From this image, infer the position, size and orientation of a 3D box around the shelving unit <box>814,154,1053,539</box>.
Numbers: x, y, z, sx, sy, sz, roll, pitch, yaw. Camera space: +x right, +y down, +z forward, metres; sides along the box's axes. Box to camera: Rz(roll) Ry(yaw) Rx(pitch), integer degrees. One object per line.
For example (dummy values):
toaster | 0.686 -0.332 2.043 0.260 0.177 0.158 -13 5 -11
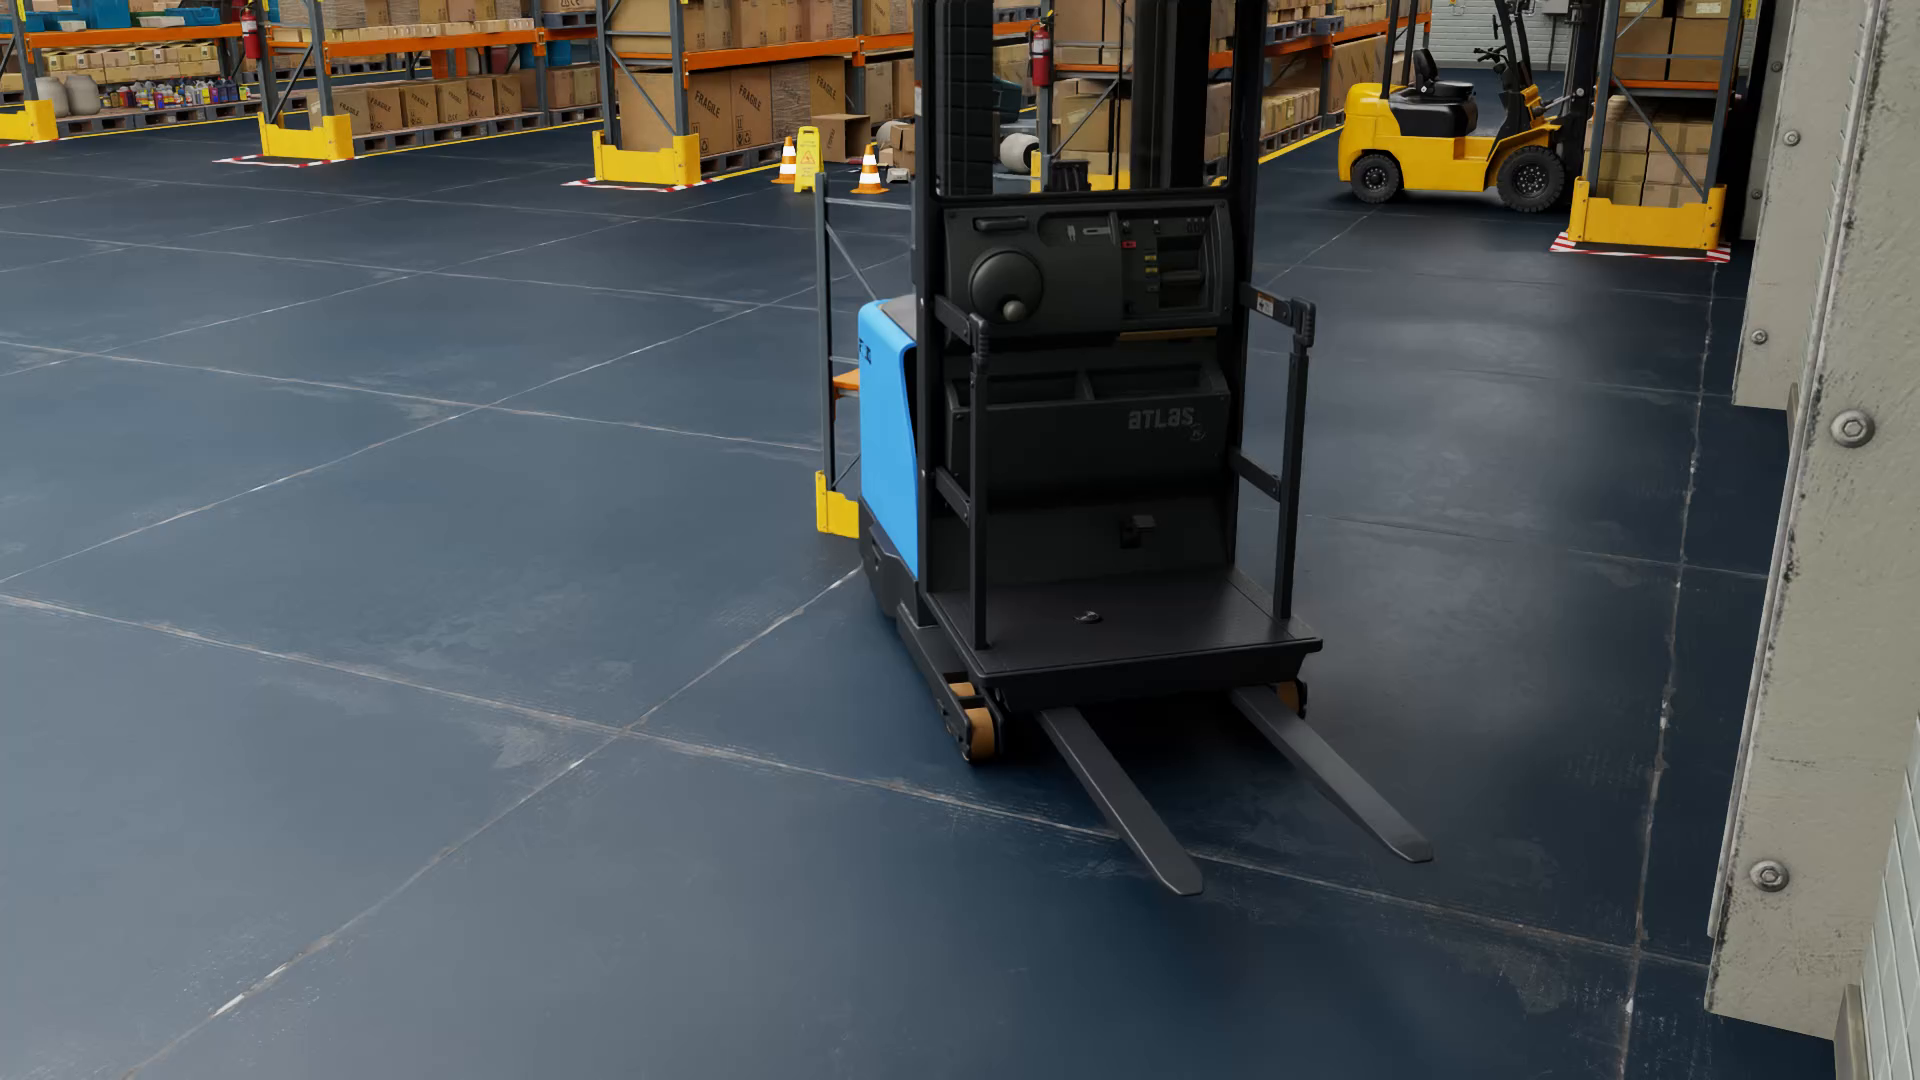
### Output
shelving unit | -0.083 -0.853 7.129 0.587 1.500 1.083 12 23 30

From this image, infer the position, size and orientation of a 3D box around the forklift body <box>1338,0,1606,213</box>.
forklift body | 4.877 -4.364 16.029 2.313 2.155 1.214 9 21 23

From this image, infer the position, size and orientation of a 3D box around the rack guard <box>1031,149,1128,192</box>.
rack guard | 1.266 -3.459 15.949 1.175 0.500 0.348 9 21 23

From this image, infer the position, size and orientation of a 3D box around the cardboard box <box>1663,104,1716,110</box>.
cardboard box | 6.767 -3.888 15.410 0.500 0.250 0.500 8 21 22

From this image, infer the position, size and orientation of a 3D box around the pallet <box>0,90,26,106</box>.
pallet | -15.568 -7.005 26.351 1.003 0.211 1.213 9 21 23

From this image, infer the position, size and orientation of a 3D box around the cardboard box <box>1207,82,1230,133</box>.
cardboard box | 2.669 -4.718 18.118 0.500 0.500 0.500 9 21 24

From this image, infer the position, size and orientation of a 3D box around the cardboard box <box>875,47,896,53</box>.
cardboard box | -1.816 -9.576 31.964 0.875 0.875 0.875 9 21 23

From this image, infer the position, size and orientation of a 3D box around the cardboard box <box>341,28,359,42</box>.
cardboard box | -7.352 -5.983 19.691 0.380 0.149 0.250 9 21 23

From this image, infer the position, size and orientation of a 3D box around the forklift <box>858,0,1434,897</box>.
forklift | 0.464 -0.848 4.980 1.130 2.935 3.031 -5 20 -14

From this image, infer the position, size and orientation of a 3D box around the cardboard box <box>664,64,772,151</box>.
cardboard box | -2.746 -4.944 18.939 0.875 0.875 0.875 8 21 22

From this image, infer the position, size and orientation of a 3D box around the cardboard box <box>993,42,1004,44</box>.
cardboard box | 0.414 -7.635 25.945 0.500 0.250 0.500 9 22 24

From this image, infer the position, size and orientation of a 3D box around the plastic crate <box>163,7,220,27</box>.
plastic crate | -10.892 -7.430 23.606 0.499 0.251 0.616 9 21 23

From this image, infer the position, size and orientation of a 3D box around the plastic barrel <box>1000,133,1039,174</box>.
plastic barrel | 0.700 -4.239 18.256 0.421 0.421 0.512 -9 22 -24

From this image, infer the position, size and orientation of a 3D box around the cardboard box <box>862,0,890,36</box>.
cardboard box | -1.223 -6.655 21.057 0.500 0.500 0.500 9 21 23

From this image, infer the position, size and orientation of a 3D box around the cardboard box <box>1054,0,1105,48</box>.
cardboard box | 1.206 -5.004 15.971 0.500 0.500 0.500 8 21 22

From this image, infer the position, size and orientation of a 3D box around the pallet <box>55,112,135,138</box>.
pallet | -11.999 -5.616 22.446 1.003 0.211 1.213 9 21 23

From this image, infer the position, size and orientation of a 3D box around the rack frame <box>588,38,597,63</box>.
rack frame | -7.411 -10.321 31.514 1.000 3.000 0.127 9 21 23

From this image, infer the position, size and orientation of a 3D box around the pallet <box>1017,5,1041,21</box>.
pallet | 0.727 -8.228 25.914 1.003 0.211 1.213 9 21 23

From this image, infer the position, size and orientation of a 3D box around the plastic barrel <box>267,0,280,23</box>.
plastic barrel | -10.252 -8.188 24.769 0.600 0.901 0.708 9 21 23

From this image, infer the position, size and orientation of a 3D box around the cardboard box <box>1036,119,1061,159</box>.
cardboard box | 1.193 -4.519 18.925 0.500 0.500 0.500 -9 22 -24

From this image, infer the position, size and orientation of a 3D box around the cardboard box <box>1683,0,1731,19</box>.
cardboard box | 6.141 -4.354 13.619 0.380 0.149 0.250 8 21 21

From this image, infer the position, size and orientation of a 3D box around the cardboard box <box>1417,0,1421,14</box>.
cardboard box | 7.410 -9.058 27.813 0.500 0.500 0.500 9 22 24

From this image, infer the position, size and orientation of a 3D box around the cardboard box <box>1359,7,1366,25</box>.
cardboard box | 5.554 -7.574 24.012 0.500 0.250 0.500 9 21 23

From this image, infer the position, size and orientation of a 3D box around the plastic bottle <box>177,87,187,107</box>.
plastic bottle | -11.033 -6.283 23.576 0.097 0.271 0.097 0 20 0

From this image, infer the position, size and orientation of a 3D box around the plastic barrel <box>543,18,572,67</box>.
plastic barrel | -7.649 -9.366 31.334 0.600 0.901 0.708 9 21 23

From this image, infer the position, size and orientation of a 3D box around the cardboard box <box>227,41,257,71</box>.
cardboard box | -13.119 -8.909 30.616 0.500 0.500 0.500 10 22 25

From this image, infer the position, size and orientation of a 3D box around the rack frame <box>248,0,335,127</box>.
rack frame | -7.806 -5.973 19.288 1.000 3.000 0.127 9 21 23

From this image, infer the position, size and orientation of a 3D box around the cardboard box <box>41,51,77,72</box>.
cardboard box | -14.808 -7.815 27.107 0.500 0.311 0.500 9 21 23

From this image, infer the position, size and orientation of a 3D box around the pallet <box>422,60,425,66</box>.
pallet | -11.148 -10.272 35.538 1.003 0.211 1.213 9 21 23

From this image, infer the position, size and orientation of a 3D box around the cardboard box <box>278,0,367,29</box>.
cardboard box | -7.556 -6.325 19.684 0.875 0.500 0.500 9 21 23

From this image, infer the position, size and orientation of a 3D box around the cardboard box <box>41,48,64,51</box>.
cardboard box | -15.092 -8.046 27.756 0.500 0.311 0.500 9 22 24

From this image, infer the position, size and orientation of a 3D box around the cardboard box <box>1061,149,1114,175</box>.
cardboard box | 1.331 -3.807 16.674 0.500 0.250 0.500 8 21 22

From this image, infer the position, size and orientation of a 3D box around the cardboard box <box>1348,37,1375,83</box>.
cardboard box | 5.605 -7.001 24.722 0.875 0.875 0.875 9 22 24

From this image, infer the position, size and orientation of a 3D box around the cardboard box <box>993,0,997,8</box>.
cardboard box | 0.321 -7.896 24.443 0.380 0.149 0.250 8 21 22

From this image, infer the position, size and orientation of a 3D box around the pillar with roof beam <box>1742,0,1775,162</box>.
pillar with roof beam | 5.402 -9.274 19.617 9.100 9.000 0.400 9 21 23

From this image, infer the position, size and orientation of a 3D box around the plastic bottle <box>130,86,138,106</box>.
plastic bottle | -11.787 -6.314 23.655 0.152 0.276 0.135 8 21 21

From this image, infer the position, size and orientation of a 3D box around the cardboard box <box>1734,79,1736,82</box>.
cardboard box | 9.897 -6.056 21.658 0.380 0.149 0.250 8 21 20

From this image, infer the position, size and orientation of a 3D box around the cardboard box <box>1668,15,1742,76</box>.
cardboard box | 6.414 -4.256 14.311 0.500 0.500 0.500 9 22 24

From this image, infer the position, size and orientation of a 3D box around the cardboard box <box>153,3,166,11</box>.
cardboard box | -14.037 -9.263 28.914 0.380 0.149 0.250 10 22 27

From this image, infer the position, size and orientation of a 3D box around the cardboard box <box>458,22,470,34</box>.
cardboard box | -6.545 -6.596 21.415 0.380 0.149 0.250 9 21 23

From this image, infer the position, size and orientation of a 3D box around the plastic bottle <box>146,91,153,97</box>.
plastic bottle | -11.595 -6.327 23.802 0.097 0.201 0.097 0 20 0

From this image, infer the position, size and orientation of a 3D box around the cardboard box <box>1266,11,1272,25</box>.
cardboard box | 3.388 -6.041 19.228 0.380 0.149 0.250 9 21 23

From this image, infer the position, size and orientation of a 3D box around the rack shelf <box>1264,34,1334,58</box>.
rack shelf | 3.692 -6.109 20.743 1.077 0.370 4.000 9 21 23

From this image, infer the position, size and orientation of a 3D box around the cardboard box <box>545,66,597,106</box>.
cardboard box | -5.684 -6.553 23.994 0.700 0.500 0.500 8 21 22

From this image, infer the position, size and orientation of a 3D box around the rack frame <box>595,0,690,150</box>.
rack frame | -3.322 -5.262 17.288 1.000 3.000 0.127 9 21 23

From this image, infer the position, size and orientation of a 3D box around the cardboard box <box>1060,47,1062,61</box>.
cardboard box | 1.196 -4.731 16.171 0.380 0.149 0.250 8 21 22

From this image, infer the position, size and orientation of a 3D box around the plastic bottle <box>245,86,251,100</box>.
plastic bottle | -10.551 -6.611 24.600 0.097 0.201 0.097 0 20 0

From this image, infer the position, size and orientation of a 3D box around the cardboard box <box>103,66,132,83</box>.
cardboard box | -14.393 -7.863 28.078 0.500 0.250 0.500 8 21 21

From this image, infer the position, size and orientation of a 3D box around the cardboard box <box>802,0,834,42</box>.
cardboard box | -2.029 -6.270 19.897 0.875 0.550 0.550 9 21 23

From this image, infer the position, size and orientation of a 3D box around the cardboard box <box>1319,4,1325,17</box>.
cardboard box | 4.486 -6.831 21.448 0.380 0.149 0.250 8 21 22

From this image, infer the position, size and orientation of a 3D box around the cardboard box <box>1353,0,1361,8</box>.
cardboard box | 5.372 -7.653 23.490 0.500 0.250 0.500 8 21 22

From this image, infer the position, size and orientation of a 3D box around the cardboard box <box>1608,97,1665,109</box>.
cardboard box | 6.507 -4.116 16.051 0.500 0.250 0.500 9 22 25

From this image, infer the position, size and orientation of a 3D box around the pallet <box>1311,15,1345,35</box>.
pallet | 4.316 -6.736 21.720 1.213 0.211 1.003 9 21 23

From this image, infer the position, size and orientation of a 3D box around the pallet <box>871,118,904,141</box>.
pallet | -1.437 -5.417 21.885 1.003 0.211 1.213 9 21 23
